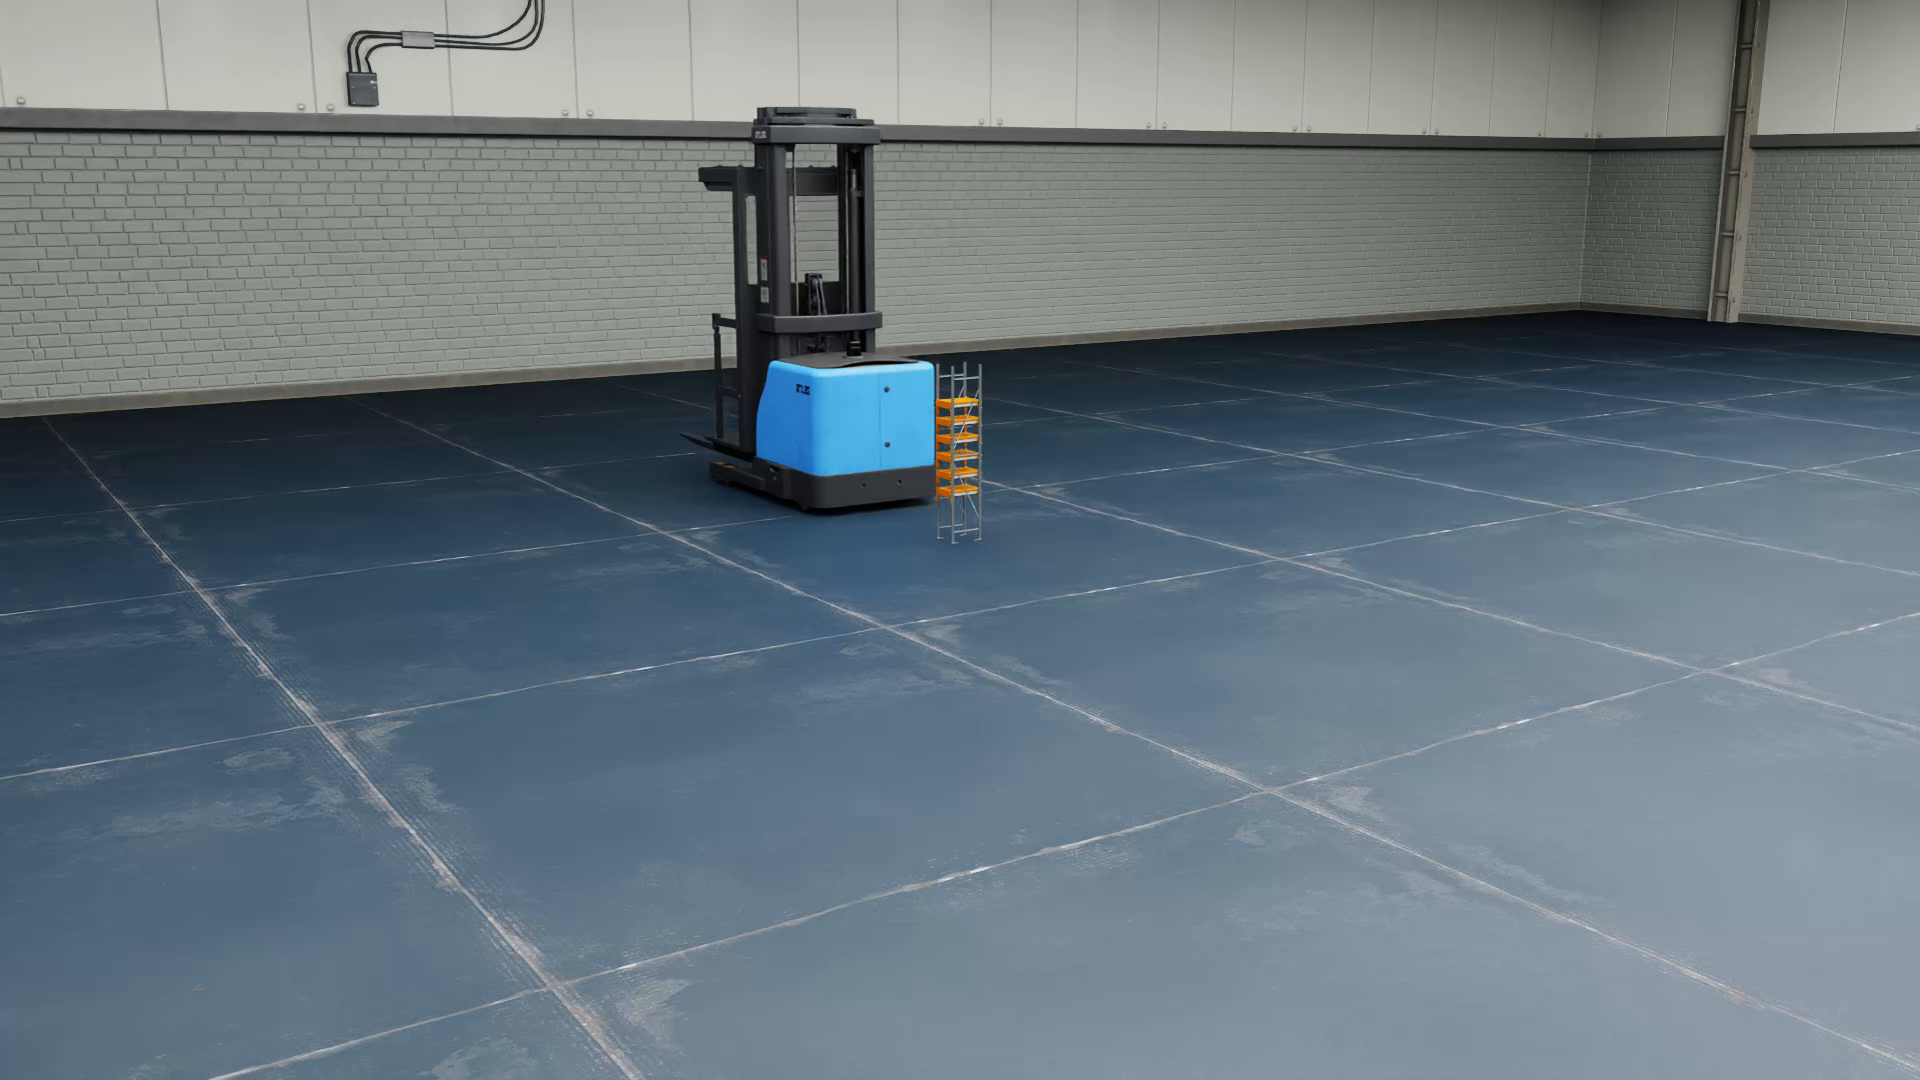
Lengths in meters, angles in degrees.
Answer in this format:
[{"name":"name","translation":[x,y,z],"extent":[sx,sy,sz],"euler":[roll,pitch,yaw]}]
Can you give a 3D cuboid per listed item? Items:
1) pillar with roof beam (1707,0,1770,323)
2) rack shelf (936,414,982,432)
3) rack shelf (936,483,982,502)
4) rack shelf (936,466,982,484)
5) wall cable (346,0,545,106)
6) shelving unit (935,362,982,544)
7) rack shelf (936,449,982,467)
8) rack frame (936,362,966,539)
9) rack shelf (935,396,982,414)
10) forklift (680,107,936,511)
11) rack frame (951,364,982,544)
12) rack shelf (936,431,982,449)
[{"name":"pillar with roof beam","translation":[9.482,-7.631,25.194],"extent":[9.100,9.000,0.400],"euler":[-8,15,-33]},{"name":"rack shelf","translation":[-0.008,-0.780,11.204],"extent":[0.258,0.103,0.180],"euler":[-8,15,-33]},{"name":"rack shelf","translation":[-0.008,-0.311,11.306],"extent":[0.258,0.103,0.180],"euler":[-8,15,-33]},{"name":"rack shelf","translation":[-0.008,-0.428,11.280],"extent":[0.258,0.103,0.180],"euler":[-8,15,-33]},{"name":"wall cable","translation":[-5.777,-7.875,18.349],"extent":[2.305,6.003,0.169],"euler":[-8,15,-33]},{"name":"shelving unit","translation":[-0.008,-0.589,11.245],"extent":[0.258,1.200,0.189],"euler":[-8,15,-33]},{"name":"rack shelf","translation":[-0.008,-0.545,11.255],"extent":[0.258,0.103,0.180],"euler":[-8,15,-33]},{"name":"rack frame","translation":[-0.059,-0.605,11.320],"extent":[0.240,1.200,0.006],"euler":[-8,15,-33]},{"name":"rack shelf","translation":[-0.008,-0.897,11.178],"extent":[0.258,0.103,0.180],"euler":[-8,15,-33]},{"name":"forklift","translation":[-1.379,-1.915,13.256],"extent":[1.130,2.935,3.031],"euler":[-8,14,-31]},{"name":"rack frame","translation":[0.043,-0.572,11.171],"extent":[0.240,1.200,0.006],"euler":[-8,15,-33]},{"name":"rack shelf","translation":[-0.008,-0.663,11.229],"extent":[0.258,0.103,0.180],"euler":[-8,15,-33]}]
